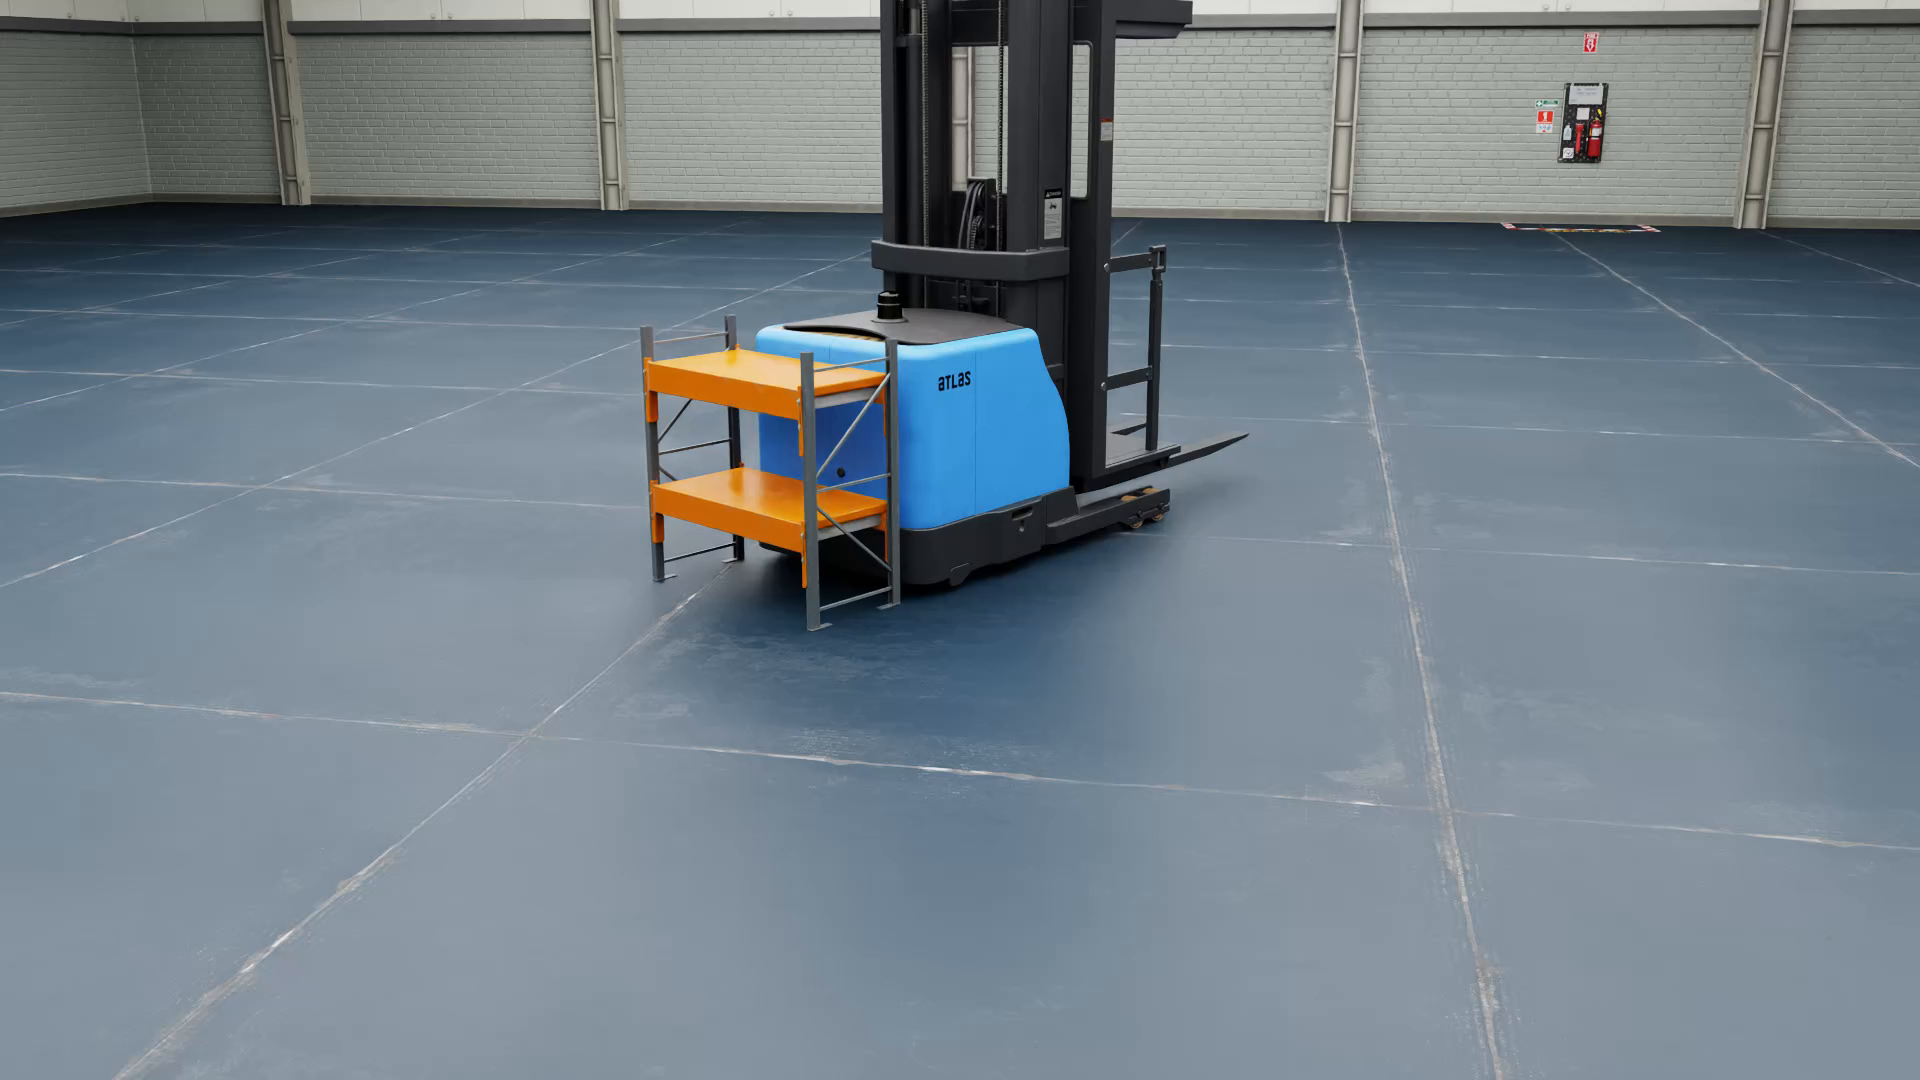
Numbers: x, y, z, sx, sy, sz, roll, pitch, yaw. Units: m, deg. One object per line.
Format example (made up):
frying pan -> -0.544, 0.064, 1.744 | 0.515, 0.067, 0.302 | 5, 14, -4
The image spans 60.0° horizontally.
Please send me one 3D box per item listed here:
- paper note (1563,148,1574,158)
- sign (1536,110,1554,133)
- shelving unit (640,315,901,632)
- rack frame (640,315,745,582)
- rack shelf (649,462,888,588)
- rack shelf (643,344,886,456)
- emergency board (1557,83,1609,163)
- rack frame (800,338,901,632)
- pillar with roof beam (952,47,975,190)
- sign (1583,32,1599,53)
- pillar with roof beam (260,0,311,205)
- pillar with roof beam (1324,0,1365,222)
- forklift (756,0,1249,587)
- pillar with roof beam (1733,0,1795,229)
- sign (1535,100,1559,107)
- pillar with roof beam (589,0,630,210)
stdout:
paper note -> 9.206, -5.855, 25.161 | 0.142, 0.148, 0.016 | 3, 16, 11
sign -> 8.845, -6.326, 25.143 | 0.234, 0.329, 0.001 | 3, 16, 11
shelving unit -> -0.804, -0.318, 7.032 | 1.048, 1.125, 0.538 | 14, 21, 41
rack frame -> -1.176, -0.410, 7.366 | 0.032, 1.125, 0.500 | 14, 21, 41
rack shelf -> -0.804, -0.082, 7.097 | 1.000, 0.278, 0.538 | 14, 21, 41
rack shelf -> -0.804, -0.600, 6.953 | 1.000, 0.278, 0.538 | 14, 21, 41
emergency board -> 9.366, -6.252, 24.944 | 0.643, 1.169, 0.194 | 3, 16, 11
rack frame -> -0.433, -0.225, 6.697 | 0.032, 1.125, 0.500 | 14, 21, 41
pillar with roof beam -> -0.837, -8.514, 21.872 | 0.400, 9.000, 9.100 | 3, 16, 11
sign -> 9.378, -7.396, 24.731 | 0.199, 0.298, 0.001 | 3, 16, 11
pillar with roof beam -> -12.597, -9.153, 24.176 | 0.400, 9.000, 9.100 | 3, 16, 11
pillar with roof beam -> 5.042, -8.195, 20.720 | 0.400, 9.000, 9.100 | 3, 16, 11
forklift -> 0.401, -1.542, 8.069 | 1.130, 2.935, 3.031 | 12, 20, 38
pillar with roof beam -> 10.922, -7.876, 19.567 | 0.400, 9.000, 9.100 | 3, 16, 11
sign -> 8.847, -6.579, 25.063 | 0.331, 0.109, 0.001 | 3, 16, 11
pillar with roof beam -> -6.717, -8.833, 23.024 | 0.400, 9.000, 9.100 | 3, 16, 11
